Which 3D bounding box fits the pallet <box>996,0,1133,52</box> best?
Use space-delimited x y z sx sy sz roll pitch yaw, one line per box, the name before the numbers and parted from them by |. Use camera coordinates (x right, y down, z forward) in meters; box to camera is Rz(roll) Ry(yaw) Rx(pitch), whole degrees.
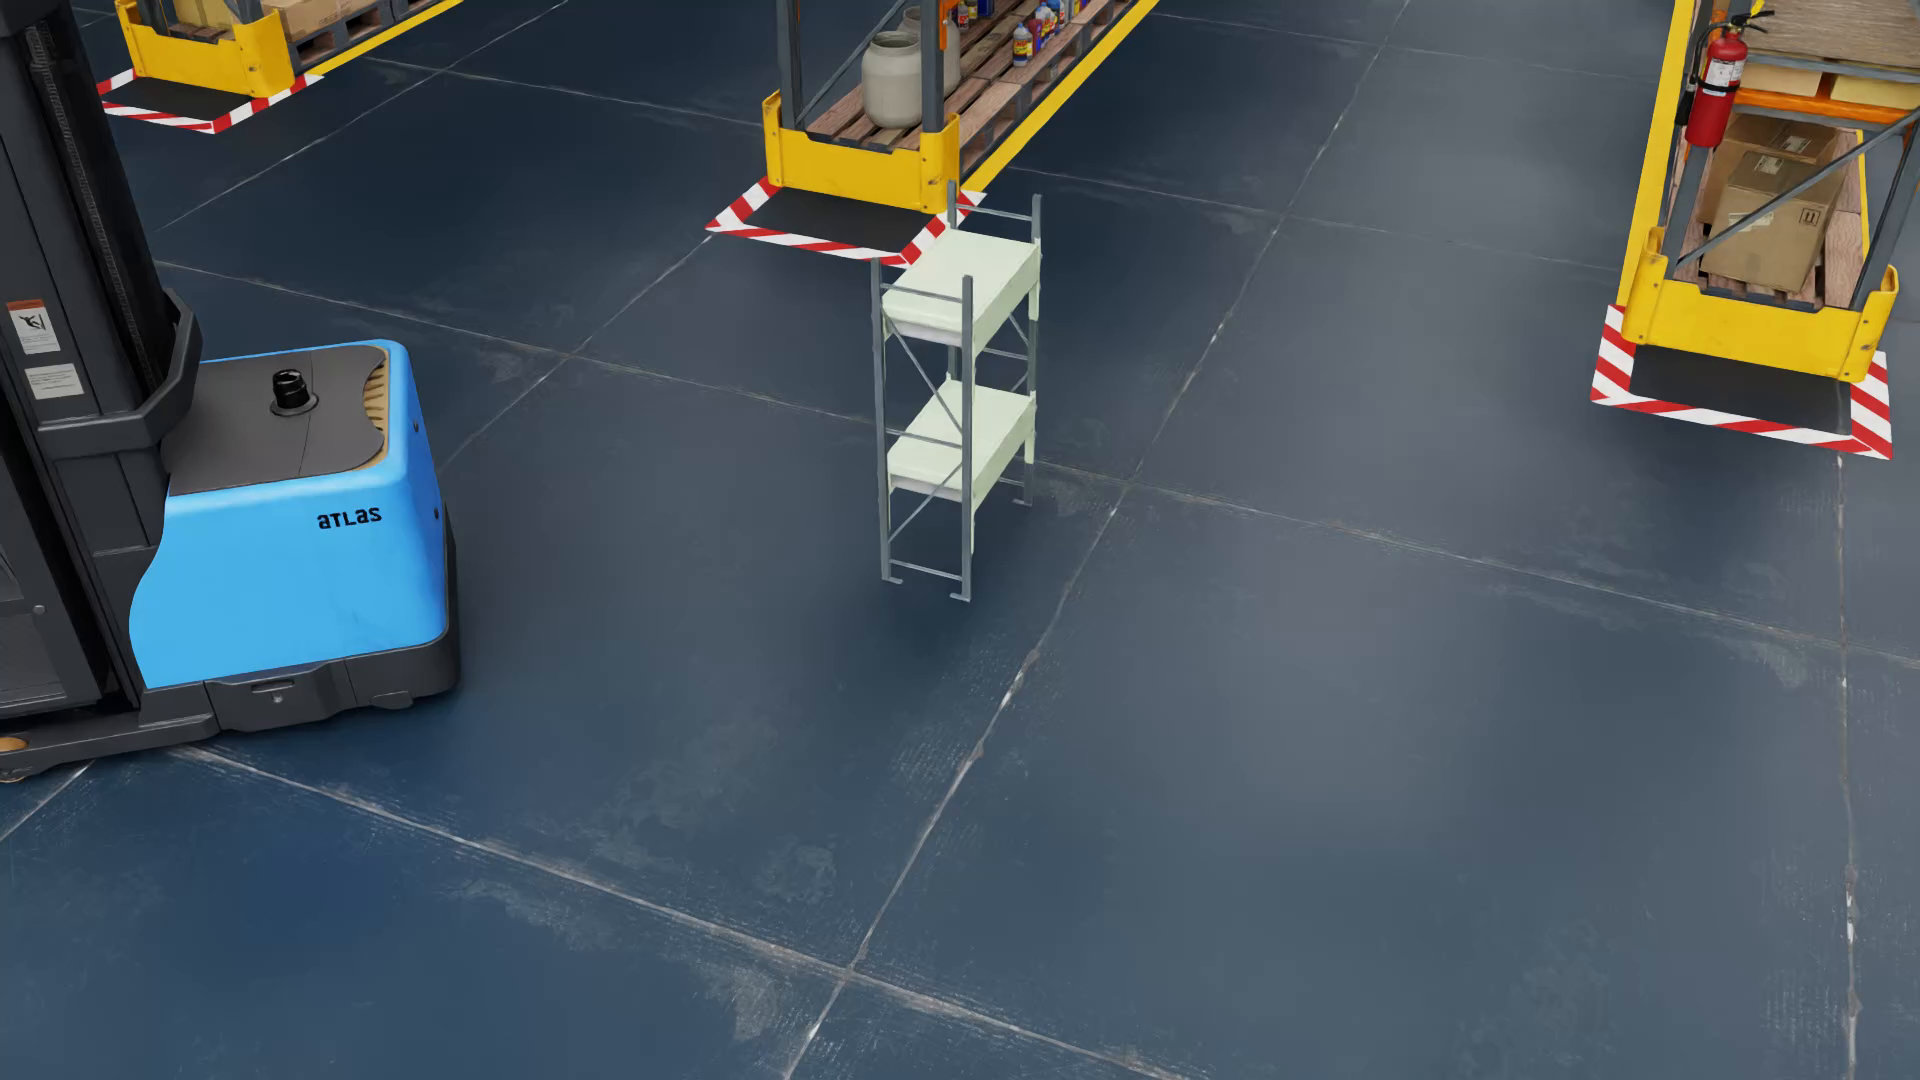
pallet | 0.652 -4.024 12.458 1.003 0.211 1.213 14 39 18

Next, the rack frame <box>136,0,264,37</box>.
rack frame | -5.156 -4.419 10.657 1.000 3.000 0.127 14 39 18

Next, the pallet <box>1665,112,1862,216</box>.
pallet | 4.841 -2.201 10.018 1.003 0.211 1.213 14 39 18

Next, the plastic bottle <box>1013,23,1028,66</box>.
plastic bottle | 0.402 -3.305 11.078 0.097 0.271 0.097 0 37 0

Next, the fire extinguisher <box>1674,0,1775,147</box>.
fire extinguisher | 3.534 -2.171 7.714 0.296 0.674 0.183 14 39 18

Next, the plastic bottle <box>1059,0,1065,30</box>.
plastic bottle | 0.686 -3.691 11.652 0.097 0.201 0.097 0 37 0

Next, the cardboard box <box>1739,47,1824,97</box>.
cardboard box | 3.922 -2.265 7.985 0.380 0.149 0.250 14 39 18

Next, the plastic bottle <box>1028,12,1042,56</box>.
plastic bottle | 0.505 -3.431 11.236 0.061 0.283 0.133 14 39 18

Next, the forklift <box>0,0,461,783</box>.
forklift | -3.507 -0.611 5.620 3.031 2.935 1.130 -9 38 -12

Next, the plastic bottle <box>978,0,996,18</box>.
plastic bottle | 0.168 -3.877 11.839 0.152 0.276 0.135 14 39 18

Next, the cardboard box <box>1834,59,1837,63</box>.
cardboard box | 4.446 -2.298 8.028 0.380 0.149 0.250 14 39 18

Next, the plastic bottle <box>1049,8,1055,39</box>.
plastic bottle | 0.608 -3.577 11.500 0.097 0.201 0.097 0 37 0

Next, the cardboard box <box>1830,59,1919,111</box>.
cardboard box | 4.333 -2.164 7.849 0.380 0.149 0.250 14 39 18

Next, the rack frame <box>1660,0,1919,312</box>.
rack frame | 4.004 -2.161 7.635 1.000 3.000 0.127 14 39 18

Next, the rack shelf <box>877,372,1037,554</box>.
rack shelf | -0.003 -0.336 6.991 0.431 0.370 0.720 14 39 18

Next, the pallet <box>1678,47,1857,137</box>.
pallet | 5.303 -2.879 10.925 1.003 0.211 1.213 14 39 18

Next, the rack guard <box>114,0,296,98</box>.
rack guard | -5.165 -3.405 11.388 1.175 0.500 0.348 14 39 18

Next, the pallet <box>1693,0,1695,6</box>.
pallet | 6.284 -4.368 12.917 1.003 0.211 1.213 14 39 18

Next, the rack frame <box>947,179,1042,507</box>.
rack frame | 0.137 -0.800 7.067 0.400 1.500 0.023 14 39 18

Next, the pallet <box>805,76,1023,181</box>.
pallet | -0.277 -2.673 10.650 1.003 0.211 1.213 14 39 18

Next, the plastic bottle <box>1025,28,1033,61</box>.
plastic bottle | 0.441 -3.334 11.176 0.097 0.201 0.097 0 37 0

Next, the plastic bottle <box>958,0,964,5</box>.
plastic bottle | -0.050 -3.824 11.705 0.144 0.351 0.185 15 39 20

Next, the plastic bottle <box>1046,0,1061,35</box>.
plastic bottle | 0.647 -3.663 11.556 0.097 0.271 0.097 0 37 0

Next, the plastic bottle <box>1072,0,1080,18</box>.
plastic bottle | 0.771 -3.912 11.823 0.144 0.351 0.185 14 39 17

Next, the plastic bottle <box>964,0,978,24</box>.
plastic bottle | 0.079 -3.760 11.745 0.097 0.201 0.097 0 37 0

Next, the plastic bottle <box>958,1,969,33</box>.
plastic bottle | 0.014 -3.653 11.602 0.097 0.201 0.097 0 37 0

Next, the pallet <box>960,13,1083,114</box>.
pallet | 0.189 -3.347 11.551 1.003 0.211 1.213 14 39 18

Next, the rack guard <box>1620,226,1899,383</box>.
rack guard | 4.033 -1.202 8.440 1.175 0.500 0.348 14 39 18

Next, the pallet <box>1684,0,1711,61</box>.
pallet | 5.821 -3.690 12.010 1.003 0.211 1.213 14 39 18

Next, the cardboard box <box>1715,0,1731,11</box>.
cardboard box | 4.318 -2.922 8.322 0.875 0.500 0.500 14 39 18

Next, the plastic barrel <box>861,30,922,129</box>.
plastic barrel | -0.397 -2.842 10.275 0.421 0.512 0.421 0 37 0

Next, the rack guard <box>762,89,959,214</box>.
rack guard | -0.591 -2.341 9.964 1.175 0.500 0.348 14 39 18

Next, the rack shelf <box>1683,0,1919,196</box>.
rack shelf | 4.765 -2.980 9.332 1.077 0.370 4.000 14 39 18

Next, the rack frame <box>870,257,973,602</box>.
rack frame | -0.142 -0.394 6.525 0.400 1.500 0.023 14 39 18

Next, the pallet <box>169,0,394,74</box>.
pallet | -4.903 -3.735 12.071 1.003 0.211 1.213 14 39 18

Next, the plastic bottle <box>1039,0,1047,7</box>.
plastic bottle | 0.607 -3.819 11.756 0.061 0.283 0.133 14 39 18

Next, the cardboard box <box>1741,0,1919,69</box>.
cardboard box | 4.239 -2.618 7.915 0.875 0.500 0.500 14 39 18

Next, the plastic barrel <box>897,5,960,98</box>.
plastic barrel | -0.206 -3.120 10.646 0.421 0.512 0.421 0 37 0

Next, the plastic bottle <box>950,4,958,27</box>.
plastic bottle | -0.063 -3.603 11.467 0.061 0.283 0.133 14 39 18

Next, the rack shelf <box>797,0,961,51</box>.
rack shelf | 0.185 -4.108 10.842 1.077 0.370 4.000 14 39 18

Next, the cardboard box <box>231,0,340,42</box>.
cardboard box | -4.746 -3.732 11.684 0.500 0.250 0.500 14 39 18

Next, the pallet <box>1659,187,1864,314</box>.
pallet | 4.375 -1.528 9.117 1.003 0.211 1.213 14 39 18

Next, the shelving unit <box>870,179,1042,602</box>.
shelving unit | -0.003 -0.597 6.796 0.431 1.500 0.755 14 39 18

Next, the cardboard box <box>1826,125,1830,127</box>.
cardboard box | 4.962 -2.649 10.026 0.500 0.500 0.500 11 38 14

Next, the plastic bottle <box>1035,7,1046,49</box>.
plastic bottle | 0.532 -3.495 11.332 0.097 0.271 0.097 0 37 0

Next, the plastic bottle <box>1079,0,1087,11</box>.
plastic bottle | 0.871 -3.964 11.949 0.061 0.283 0.133 16 40 21

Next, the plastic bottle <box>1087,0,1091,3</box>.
plastic bottle | 0.894 -4.090 12.062 0.144 0.351 0.185 12 38 15

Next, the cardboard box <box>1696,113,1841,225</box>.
cardboard box | 4.453 -2.008 9.169 0.500 0.500 0.500 25 43 29

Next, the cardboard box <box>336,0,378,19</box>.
cardboard box | -4.559 -4.010 12.056 0.500 0.250 0.500 14 39 18

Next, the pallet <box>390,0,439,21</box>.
pallet | -4.438 -4.409 12.972 1.003 0.211 1.213 14 39 18

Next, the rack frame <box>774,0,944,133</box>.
rack frame | -0.576 -3.289 9.145 1.000 3.000 0.127 14 39 18

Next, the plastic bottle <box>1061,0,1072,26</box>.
plastic bottle | 0.706 -3.792 11.726 0.152 0.276 0.135 15 39 19

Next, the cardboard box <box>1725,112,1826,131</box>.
cardboard box | 4.709 -2.351 9.627 0.500 0.500 0.500 18 40 22

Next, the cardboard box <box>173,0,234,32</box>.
cardboard box | -5.225 -3.850 11.842 0.500 0.250 0.500 14 39 18

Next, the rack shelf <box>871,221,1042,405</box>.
rack shelf | -0.003 -0.910 6.562 0.431 0.370 0.720 14 39 18

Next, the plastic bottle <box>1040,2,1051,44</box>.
plastic bottle | 0.570 -3.550 11.406 0.097 0.271 0.097 0 37 0

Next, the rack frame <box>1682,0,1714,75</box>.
rack frame | 5.526 -4.375 10.598 1.000 3.000 0.127 14 39 18

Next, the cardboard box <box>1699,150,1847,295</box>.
cardboard box | 4.257 -1.670 8.715 0.500 0.500 0.500 21 42 26
